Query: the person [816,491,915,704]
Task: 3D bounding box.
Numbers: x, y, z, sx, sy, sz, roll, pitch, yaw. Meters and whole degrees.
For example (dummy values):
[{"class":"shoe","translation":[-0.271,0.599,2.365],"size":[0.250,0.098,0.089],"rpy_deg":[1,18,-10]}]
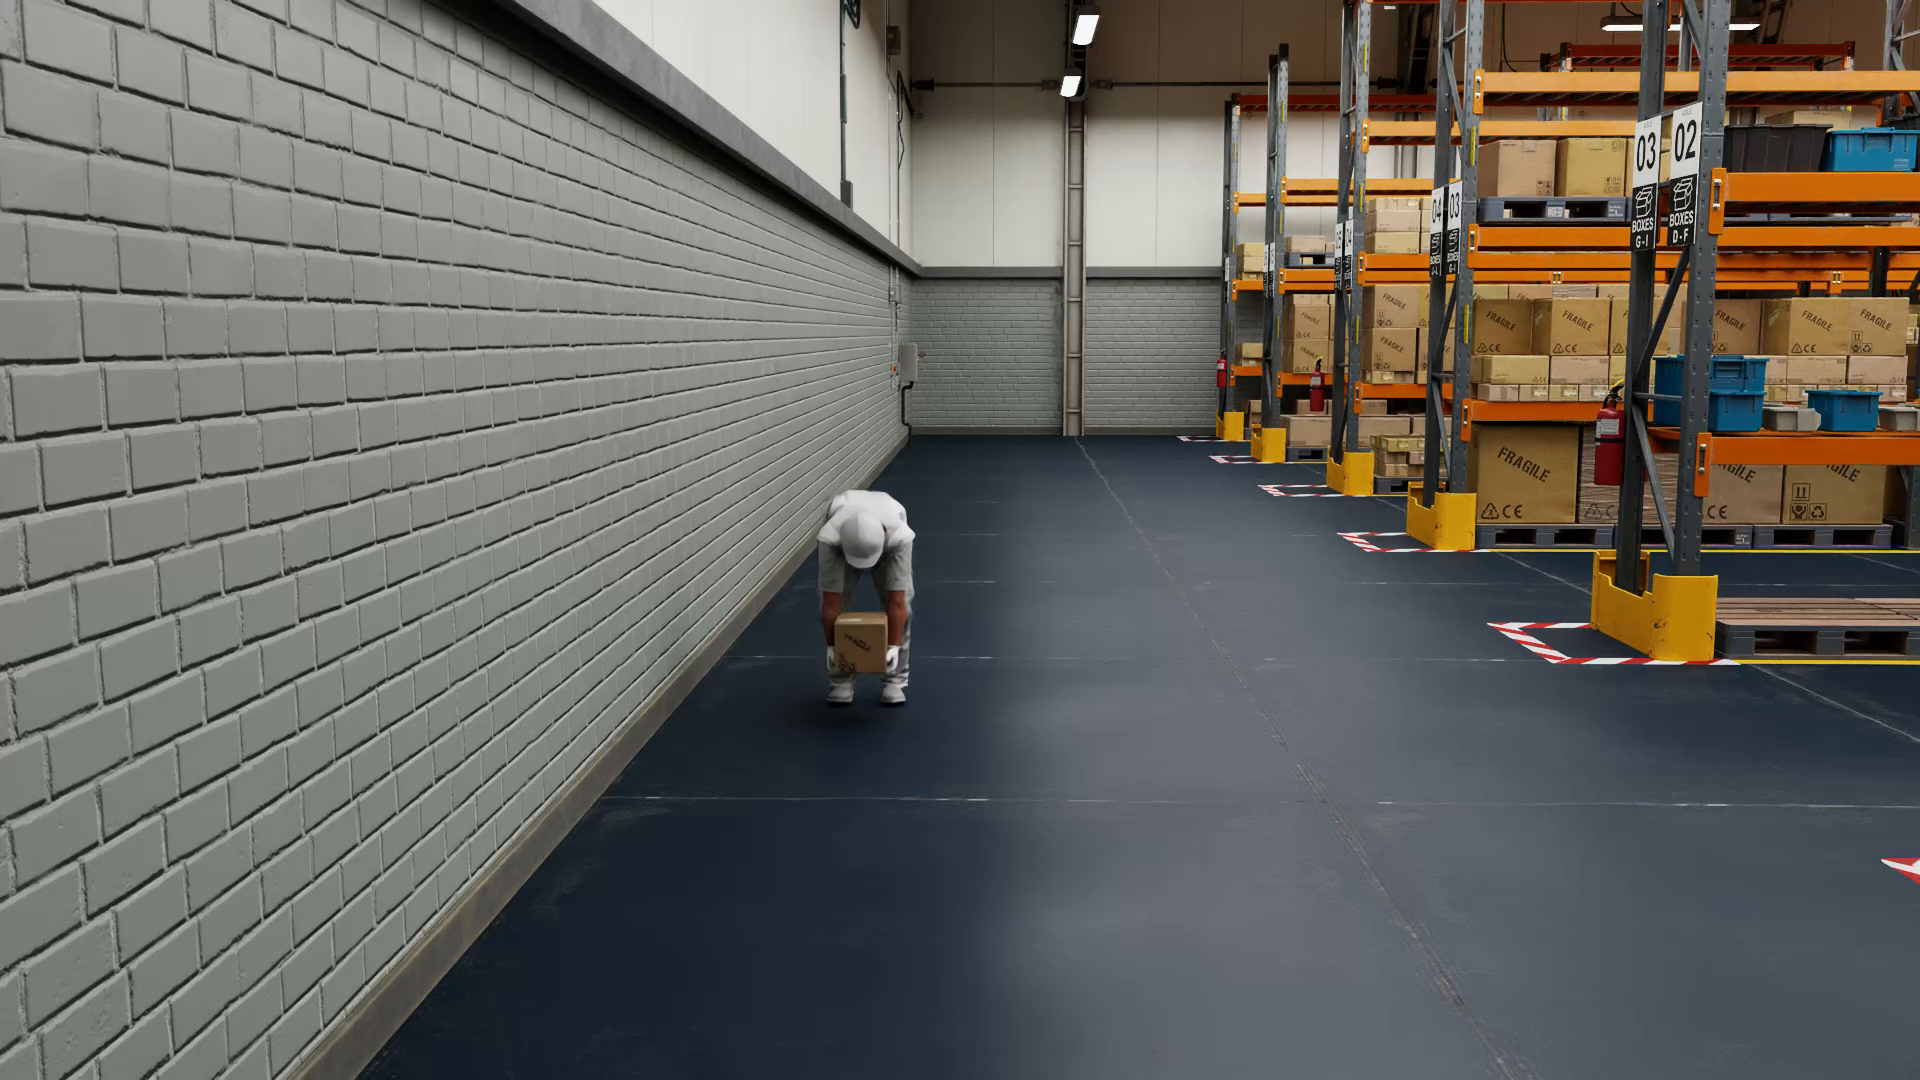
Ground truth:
[{"class":"person","translation":[-0.477,0.318,8.378],"size":[0.507,1.097,0.991],"rpy_deg":[0,7,-1]}]
